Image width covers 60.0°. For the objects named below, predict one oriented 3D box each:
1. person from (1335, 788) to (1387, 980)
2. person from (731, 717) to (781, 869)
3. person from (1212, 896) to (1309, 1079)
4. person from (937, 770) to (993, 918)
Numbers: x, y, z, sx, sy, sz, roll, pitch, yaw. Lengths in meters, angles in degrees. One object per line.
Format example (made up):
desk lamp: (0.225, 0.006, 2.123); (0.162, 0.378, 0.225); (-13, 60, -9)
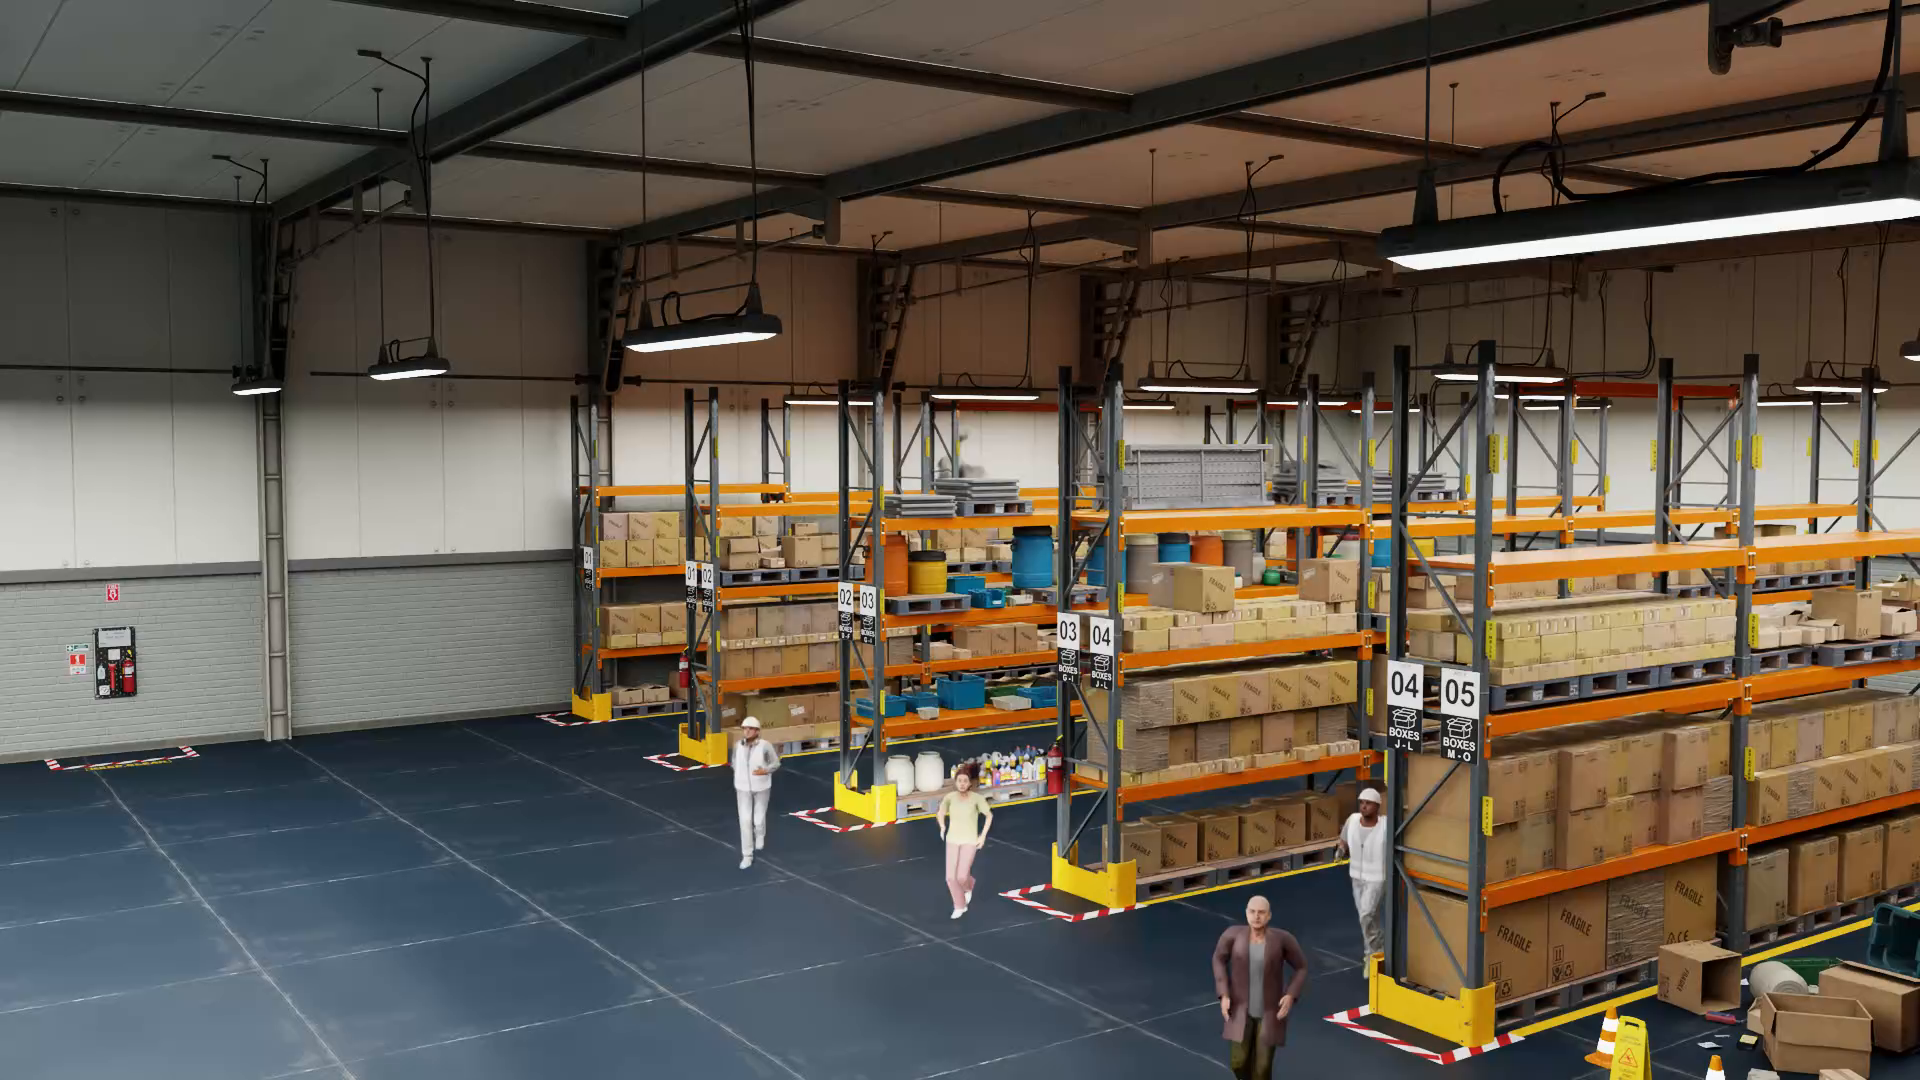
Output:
person: (3.962, 3.317, 16.136); (0.763, 1.836, 0.664); (-3, 5, -41)
person: (-2.516, 3.051, 20.395); (0.647, 1.788, 0.892); (0, 3, 4)
person: (2.264, 3.540, 12.568); (0.731, 1.750, 0.634); (1, 4, 14)
person: (0.029, 3.286, 18.016); (0.596, 1.626, 0.554); (1, 4, 17)
